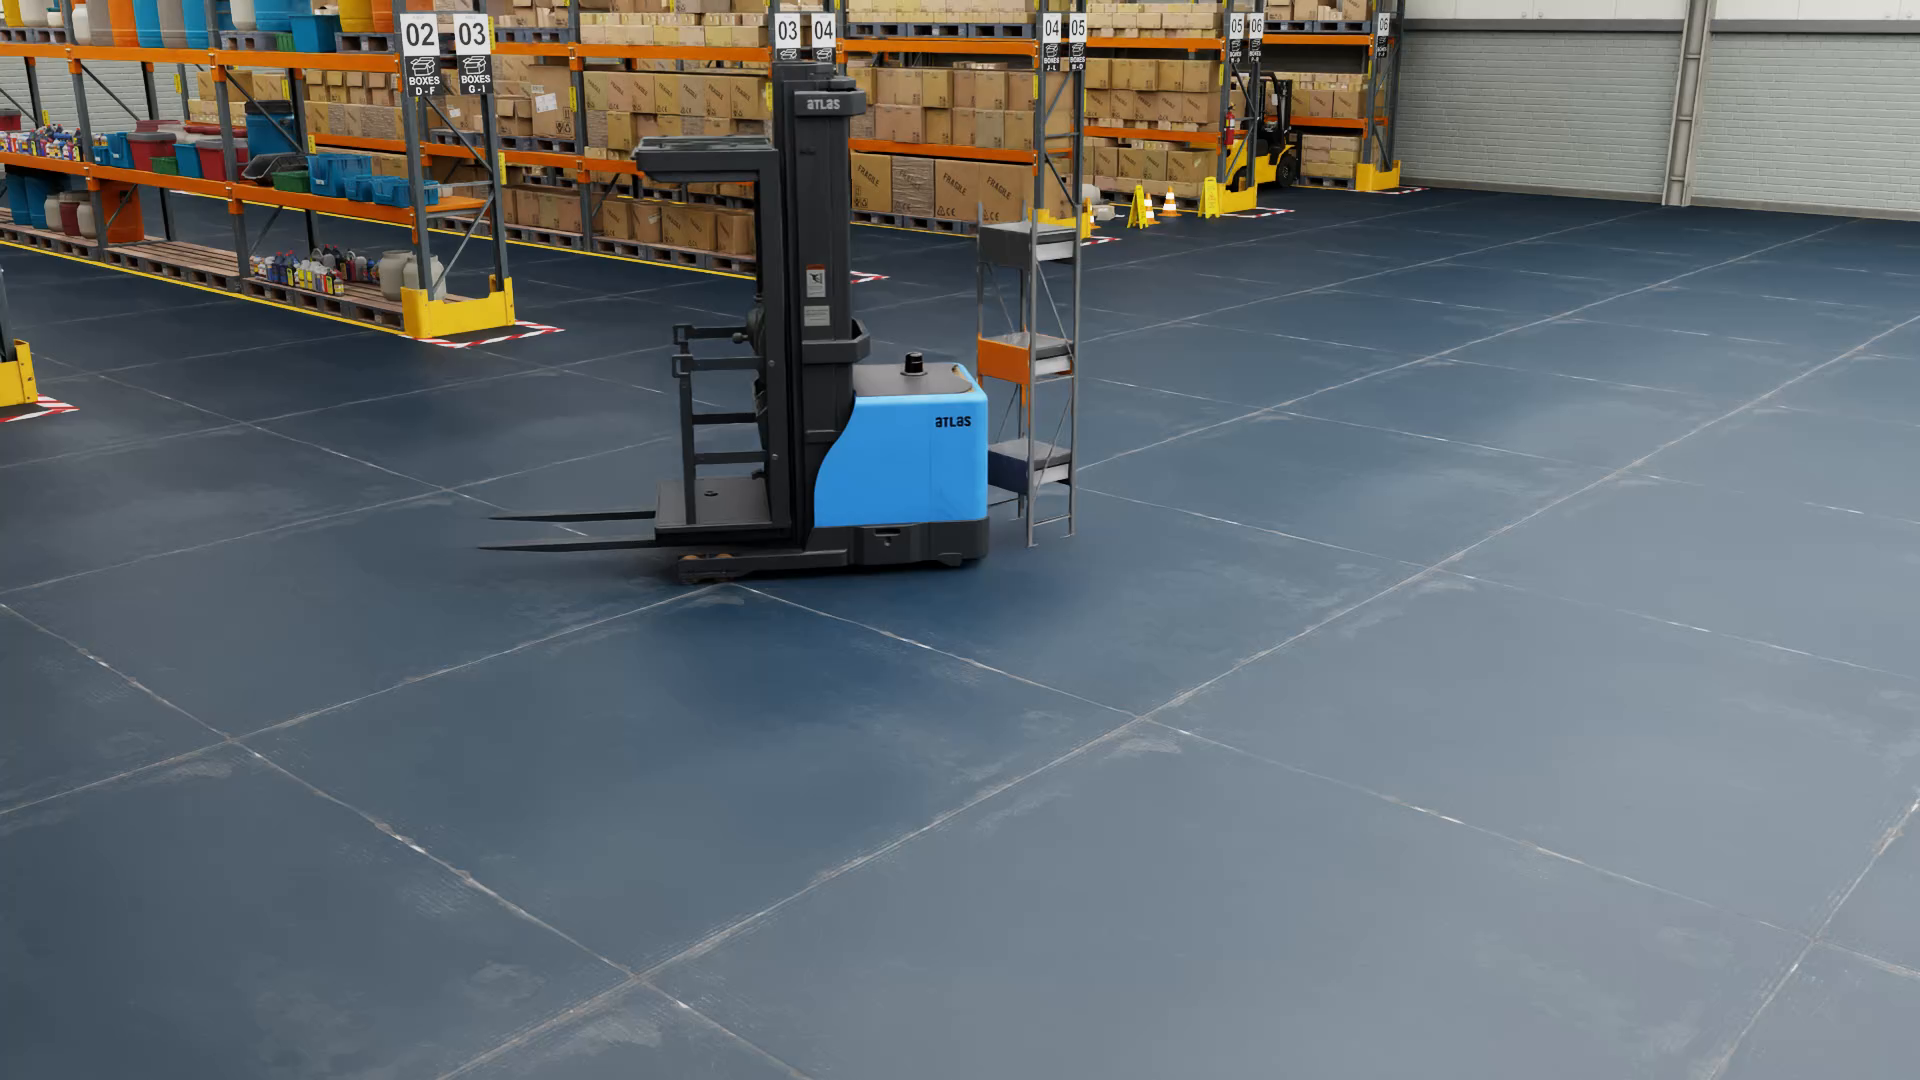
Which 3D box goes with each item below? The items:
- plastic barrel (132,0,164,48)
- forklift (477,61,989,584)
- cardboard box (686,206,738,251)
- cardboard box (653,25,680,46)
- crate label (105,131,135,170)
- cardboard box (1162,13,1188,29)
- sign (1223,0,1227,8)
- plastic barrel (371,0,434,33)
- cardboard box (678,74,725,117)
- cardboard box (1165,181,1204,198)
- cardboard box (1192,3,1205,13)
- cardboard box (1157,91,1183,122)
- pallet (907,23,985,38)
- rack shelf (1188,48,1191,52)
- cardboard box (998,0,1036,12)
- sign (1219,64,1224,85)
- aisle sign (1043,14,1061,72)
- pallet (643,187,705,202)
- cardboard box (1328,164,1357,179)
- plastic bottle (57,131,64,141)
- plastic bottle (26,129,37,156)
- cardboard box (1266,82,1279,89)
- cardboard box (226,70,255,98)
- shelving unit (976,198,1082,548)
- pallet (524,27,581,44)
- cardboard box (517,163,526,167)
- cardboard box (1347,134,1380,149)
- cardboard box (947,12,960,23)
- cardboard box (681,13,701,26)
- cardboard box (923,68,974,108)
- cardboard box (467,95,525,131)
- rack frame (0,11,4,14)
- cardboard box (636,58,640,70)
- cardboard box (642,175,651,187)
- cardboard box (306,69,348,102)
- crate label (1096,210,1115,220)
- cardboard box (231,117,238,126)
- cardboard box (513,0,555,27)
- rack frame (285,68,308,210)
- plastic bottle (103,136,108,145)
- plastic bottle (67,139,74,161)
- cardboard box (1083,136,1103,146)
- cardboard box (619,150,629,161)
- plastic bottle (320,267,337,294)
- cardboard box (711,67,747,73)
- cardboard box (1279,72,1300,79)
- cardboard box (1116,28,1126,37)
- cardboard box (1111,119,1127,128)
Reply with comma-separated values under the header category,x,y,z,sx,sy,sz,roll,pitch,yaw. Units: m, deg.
category,x,y,z,sx,sy,sz,roll,pitch,yaw
plastic barrel,-9.703,-6.449,20.187,0.708,0.901,0.600,15,23,39
forklift,-1.385,-1.310,9.894,3.031,2.935,1.130,-3,18,-8
cardboard box,-3.302,-4.163,22.208,0.500,0.500,0.500,-16,23,-41
cardboard box,-3.583,-6.484,21.374,0.500,0.250,0.500,15,23,38
crate label,-10.628,-5.024,21.426,0.616,0.435,0.502,15,23,39
cardboard box,3.729,-8.671,27.772,0.500,0.250,0.500,15,23,39
sign,4.274,-8.755,26.817,0.005,0.325,0.100,15,23,39
plastic barrel,-5.656,-5.565,16.826,0.708,0.830,0.600,15,23,39
cardboard box,-3.246,-5.703,21.314,0.500,0.500,0.500,15,23,39
cardboard box,3.856,-6.021,28.475,0.500,0.250,0.500,15,23,39
cardboard box,4.041,-8.776,27.445,0.250,0.149,0.380,16,23,40
cardboard box,3.697,-7.362,28.195,0.500,0.500,0.500,15,23,39
pallet,-0.032,-7.663,24.988,1.213,0.211,1.003,15,23,39
rack shelf,3.461,-10.440,34.780,4.000,0.370,1.077,15,23,39
cardboard box,0.895,-7.667,23.751,0.500,0.250,0.500,15,23,40
sign,4.274,-7.606,27.182,0.005,0.325,0.100,15,23,39
aisle sign,1.301,-7.041,23.543,0.004,0.787,0.394,15,23,39
pallet,-5.120,-6.319,30.173,1.213,0.211,1.003,15,23,39
cardboard box,7.388,-7.061,31.753,0.500,0.250,0.500,15,23,40
plastic bottle,-12.992,-5.771,24.048,0.097,0.271,0.097,0,18,0
plastic bottle,-12.962,-5.564,23.267,0.185,0.351,0.144,15,23,39
cardboard box,6.164,-8.870,32.364,0.250,0.149,0.380,14,23,38
cardboard box,-13.349,-8.385,30.589,0.500,0.500,0.500,15,23,40
shelving unit,0.422,-1.045,10.434,0.431,2.100,0.503,-14,23,-38
pallet,-5.304,-7.074,23.295,1.003,0.211,1.213,15,23,39
cardboard box,-8.398,-7.370,32.402,0.250,0.149,0.380,14,22,37
cardboard box,7.715,-7.654,31.969,0.500,0.250,0.500,15,23,38
cardboard box,0.023,-7.688,24.473,0.250,0.149,0.380,15,23,40
cardboard box,-3.304,-6.579,21.013,0.250,0.149,0.380,14,22,37
cardboard box,-0.089,-6.864,25.247,0.500,0.550,0.875,15,23,39
cardboard box,-6.990,-6.448,25.110,0.700,0.500,0.500,-14,22,-38
rack frame,-14.184,-8.931,23.876,0.127,3.000,1.000,15,23,39
cardboard box,-7.140,-10.601,37.237,0.500,0.500,0.500,14,23,38
cardboard box,-5.588,-6.678,30.132,0.500,0.500,0.500,16,24,41
cardboard box,-10.413,-7.591,27.750,0.637,0.503,0.797,14,23,38
crate label,2.368,-5.279,27.020,0.298,0.136,0.250,4,18,11
cardboard box,-12.690,-7.421,29.451,0.250,0.149,0.380,14,23,38
cardboard box,-5.904,-7.571,23.684,0.637,0.503,0.797,16,24,41
rack frame,-10.896,-7.192,28.315,0.127,3.000,1.000,15,23,39
plastic bottle,-11.988,-5.562,23.393,0.097,0.271,0.097,0,18,0
plastic bottle,-11.950,-5.244,22.369,0.133,0.283,0.061,15,23,39
cardboard box,2.367,-7.063,29.448,0.250,0.149,0.380,16,24,41
cardboard box,-4.375,-5.210,22.484,0.250,0.149,0.380,15,23,39
plastic bottle,-7.043,-2.900,18.566,0.135,0.276,0.152,15,23,40
cardboard box,-3.828,-7.821,28.480,0.500,0.500,0.700,15,23,38
cardboard box,6.390,-8.978,32.213,0.250,0.149,0.380,15,23,40
cardboard box,2.890,-8.709,28.553,0.250,0.149,0.380,15,23,40
cardboard box,2.846,-7.269,28.973,0.250,0.149,0.380,15,23,39
